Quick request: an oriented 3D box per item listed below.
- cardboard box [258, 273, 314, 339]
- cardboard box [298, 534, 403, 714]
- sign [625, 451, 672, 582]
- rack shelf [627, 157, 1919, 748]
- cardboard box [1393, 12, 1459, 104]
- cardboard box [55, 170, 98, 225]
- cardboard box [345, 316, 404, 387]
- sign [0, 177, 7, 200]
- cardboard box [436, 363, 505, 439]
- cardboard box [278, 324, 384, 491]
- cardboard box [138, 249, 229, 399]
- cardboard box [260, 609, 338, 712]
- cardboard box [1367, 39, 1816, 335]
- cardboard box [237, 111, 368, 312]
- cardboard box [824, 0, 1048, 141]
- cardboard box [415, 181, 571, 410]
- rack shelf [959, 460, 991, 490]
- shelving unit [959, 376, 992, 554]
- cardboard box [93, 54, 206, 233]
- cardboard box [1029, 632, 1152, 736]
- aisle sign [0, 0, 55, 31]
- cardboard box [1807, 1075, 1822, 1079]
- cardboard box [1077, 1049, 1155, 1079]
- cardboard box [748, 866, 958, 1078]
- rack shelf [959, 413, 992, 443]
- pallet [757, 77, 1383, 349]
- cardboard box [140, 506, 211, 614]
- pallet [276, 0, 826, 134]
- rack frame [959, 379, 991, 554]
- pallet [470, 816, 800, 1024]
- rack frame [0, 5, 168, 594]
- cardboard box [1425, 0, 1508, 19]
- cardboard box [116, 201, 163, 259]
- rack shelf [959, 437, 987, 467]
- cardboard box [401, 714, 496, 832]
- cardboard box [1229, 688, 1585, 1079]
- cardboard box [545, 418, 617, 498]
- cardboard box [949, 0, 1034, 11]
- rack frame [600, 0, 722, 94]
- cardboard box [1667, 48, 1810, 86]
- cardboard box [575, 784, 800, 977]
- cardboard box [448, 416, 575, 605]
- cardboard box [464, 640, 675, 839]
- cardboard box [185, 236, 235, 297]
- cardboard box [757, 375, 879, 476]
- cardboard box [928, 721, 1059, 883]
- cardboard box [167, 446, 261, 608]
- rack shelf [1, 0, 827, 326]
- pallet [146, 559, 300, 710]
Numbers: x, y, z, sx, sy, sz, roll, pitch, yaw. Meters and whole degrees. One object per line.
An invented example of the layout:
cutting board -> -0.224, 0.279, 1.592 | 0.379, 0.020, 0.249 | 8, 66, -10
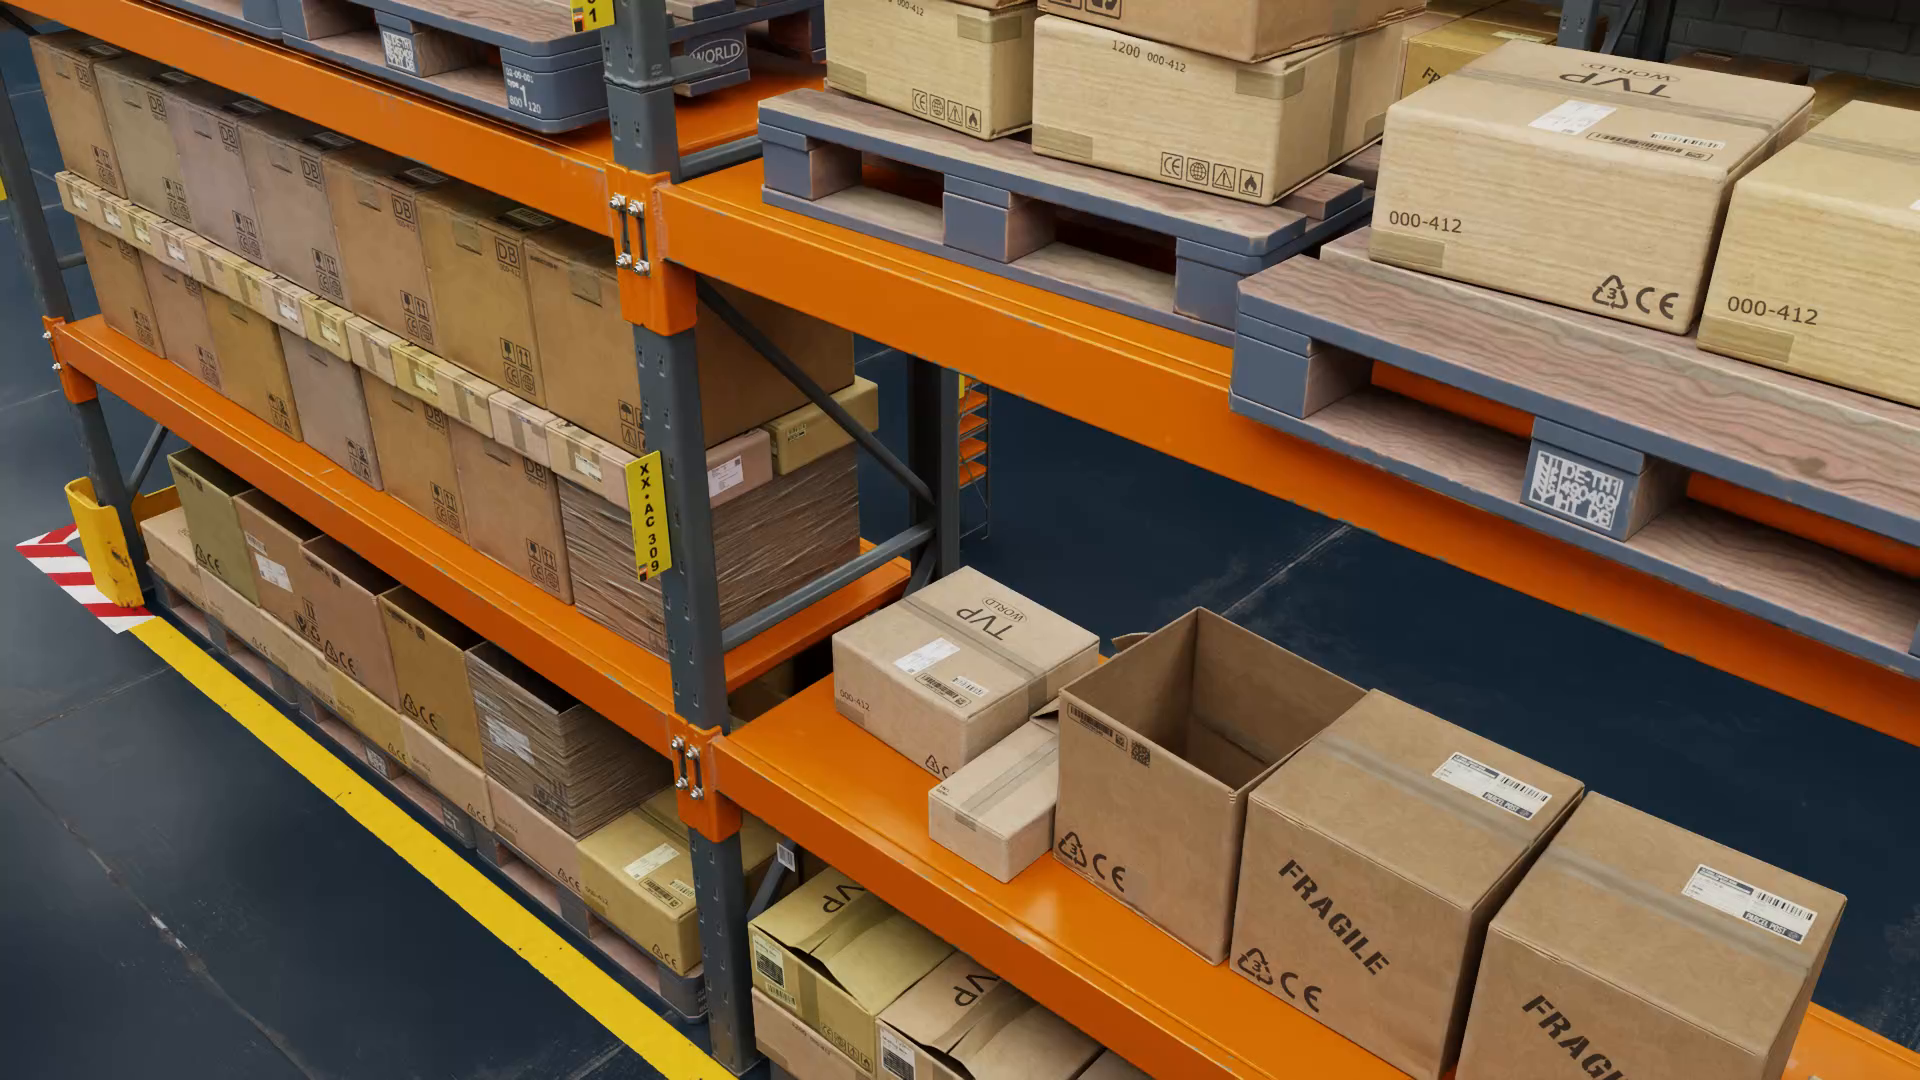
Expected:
cardboard box -> -2.060, -0.817, 5.474 | 0.250, 0.149, 0.380 | 25, 39, 36
cardboard box -> -1.987, 0.220, 6.007 | 0.500, 0.500, 0.500 | 25, 39, 35
sign -> -0.751, -0.055, 4.017 | 0.005, 0.325, 0.100 | 25, 39, 35
rack shelf -> 1.103, -0.148, 2.876 | 4.000, 0.370, 1.077 | 25, 39, 35
cardboard box -> 2.010, -2.240, 7.961 | 0.500, 0.500, 0.500 | 25, 39, 35
cardboard box -> -3.199, -1.350, 6.358 | 0.250, 0.149, 0.380 | 25, 39, 35
cardboard box -> -1.665, -0.636, 5.172 | 0.250, 0.149, 0.380 | 26, 40, 36
sign -> -3.722, -1.442, 6.321 | 0.005, 0.325, 0.100 | 25, 39, 35
cardboard box -> -1.298, -0.462, 4.884 | 0.250, 0.149, 0.380 | 25, 39, 35
cardboard box -> -1.858, -0.589, 5.723 | 0.500, 0.500, 0.700 | 26, 40, 36
cardboard box -> -2.615, -0.944, 6.312 | 0.500, 0.500, 0.700 | 26, 40, 36
cardboard box -> -2.353, 0.366, 6.492 | 0.500, 0.250, 0.500 | 25, 39, 35
cardboard box -> 0.997, -0.578, 2.632 | 0.500, 0.250, 0.500 | 21, 37, 31
cardboard box -> -1.829, -1.134, 5.370 | 0.500, 0.500, 0.700 | 25, 39, 35
cardboard box -> 0.071, -1.047, 3.410 | 0.500, 0.250, 0.500 | -25, 39, -35
cardboard box -> -1.088, -0.787, 4.794 | 0.500, 0.500, 0.700 | 25, 39, 35
rack shelf -> -0.011, -0.275, 7.596 | 0.180, 0.103, 0.258 | 25, 39, 35
shelving unit -> -0.011, -0.519, 7.449 | 0.189, 1.200, 0.258 | 25, 39, 35
cardboard box -> -2.575, -1.481, 5.947 | 0.500, 0.500, 0.700 | 24, 38, 34
cardboard box -> 0.395, 0.429, 4.260 | 0.258, 0.266, 0.396 | 24, 38, 34
aisle sign -> -3.600, -2.267, 6.086 | 0.004, 0.787, 0.394 | 25, 39, 35
cardboard box -> 1.603, 1.209, 3.076 | 0.380, 0.149, 0.250 | -26, 40, -36
cardboard box -> 0.512, 1.487, 4.086 | 0.500, 0.311, 0.500 | 24, 38, 34
cardboard box -> -0.240, 1.133, 4.674 | 0.500, 0.311, 0.500 | 25, 39, 35
rack shelf -> -0.011, -0.481, 7.472 | 0.180, 0.103, 0.258 | 25, 39, 35
pallet -> 0.283, -0.766, 3.391 | 1.217, 0.209, 0.805 | 23, 38, 33
cardboard box -> -3.097, 0.022, 7.065 | 0.500, 0.250, 0.500 | 25, 39, 35
pallet -> -1.029, -1.395, 4.337 | 1.213, 0.211, 1.003 | 25, 39, 35
rack frame -> 0.057, -0.487, 7.396 | 0.006, 1.200, 0.240 | 25, 39, 35
pallet -> -0.941, 1.041, 5.817 | 1.213, 0.211, 1.003 | 25, 39, 35
rack frame -> -3.345, -1.247, 6.913 | 0.127, 3.000, 1.000 | 25, 39, 35
cardboard box -> 2.352, -2.447, 8.305 | 0.500, 0.500, 0.500 | 25, 39, 35
cardboard box -> -2.817, -1.173, 6.064 | 0.250, 0.149, 0.380 | 25, 39, 35
rack shelf -> -0.011, -0.378, 7.534 | 0.180, 0.103, 0.258 | 25, 39, 35
cardboard box -> -1.615, 0.714, 5.914 | 0.500, 0.250, 0.500 | 25, 39, 35
cardboard box -> 0.941, 0.722, 3.545 | 0.500, 0.500, 0.500 | 25, 39, 35
cardboard box -> -0.907, -0.282, 4.584 | 0.250, 0.149, 0.380 | 24, 39, 34
cardboard box -> 0.051, -1.356, 3.197 | 0.500, 0.500, 0.500 | 26, 39, 36
rack frame -> -0.380, -2.433, 3.067 | 0.127, 3.000, 1.000 | 25, 39, 35
cardboard box -> 3.296, -1.801, 7.309 | 0.500, 0.500, 0.700 | 25, 39, 35
cardboard box -> -0.870, 1.058, 5.342 | 0.500, 0.250, 0.500 | 25, 39, 35
cardboard box -> -1.108, -0.237, 5.138 | 0.500, 0.500, 0.700 | 25, 39, 35
cardboard box -> -1.233, 0.560, 5.444 | 0.500, 0.500, 0.500 | 25, 39, 35
cardboard box -> -2.432, -0.993, 5.765 | 0.250, 0.149, 0.380 | 24, 38, 34
cardboard box -> -0.449, -0.351, 4.698 | 0.250, 0.149, 0.380 | 25, 39, 35
cardboard box -> 0.140, 0.630, 4.039 | 0.250, 0.149, 0.380 | 25, 39, 35
cardboard box -> -2.725, -0.127, 6.585 | 0.500, 0.500, 0.500 | 25, 39, 35
rack shelf -> -1.863, -1.532, 5.175 | 4.000, 0.370, 1.077 | 25, 39, 35
pallet -> -2.750, 0.196, 7.219 | 1.213, 0.211, 1.003 | 25, 39, 35
